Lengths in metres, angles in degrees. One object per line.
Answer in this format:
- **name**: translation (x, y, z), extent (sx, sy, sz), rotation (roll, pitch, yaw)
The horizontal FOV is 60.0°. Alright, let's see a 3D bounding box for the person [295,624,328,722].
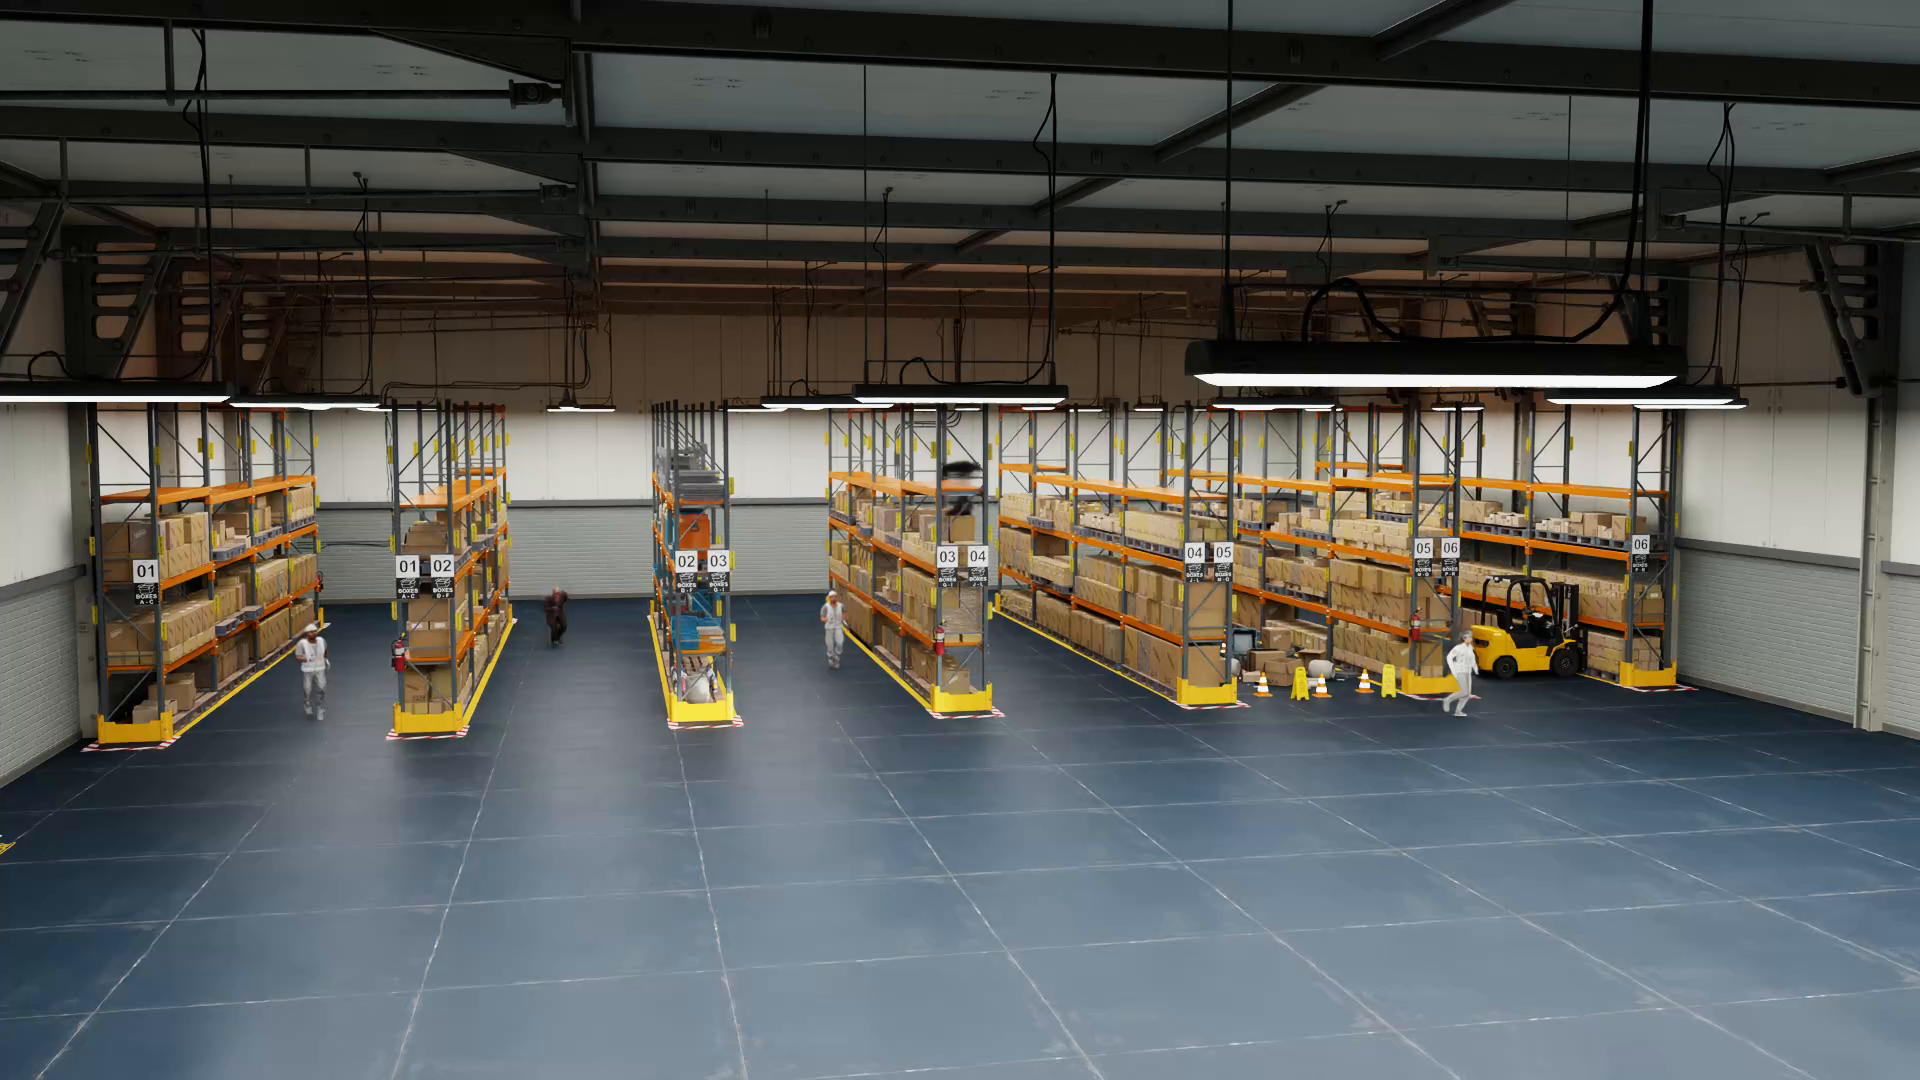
- **person**: translation (-12.125, 2.486, 31.169), extent (0.638, 1.834, 0.851), rotation (-2, 5, -30)

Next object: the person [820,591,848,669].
- **person**: translation (-2.817, 2.015, 37.366), extent (0.645, 1.766, 0.775), rotation (-1, 4, -12)

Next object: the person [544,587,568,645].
- **person**: translation (-9.949, 1.876, 41.016), extent (0.728, 1.495, 1.047), rotation (-3, 5, -32)

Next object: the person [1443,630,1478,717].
- **person**: translation (9.565, 2.522, 31.616), extent (0.651, 1.631, 0.535), rotation (-3, 5, -36)
